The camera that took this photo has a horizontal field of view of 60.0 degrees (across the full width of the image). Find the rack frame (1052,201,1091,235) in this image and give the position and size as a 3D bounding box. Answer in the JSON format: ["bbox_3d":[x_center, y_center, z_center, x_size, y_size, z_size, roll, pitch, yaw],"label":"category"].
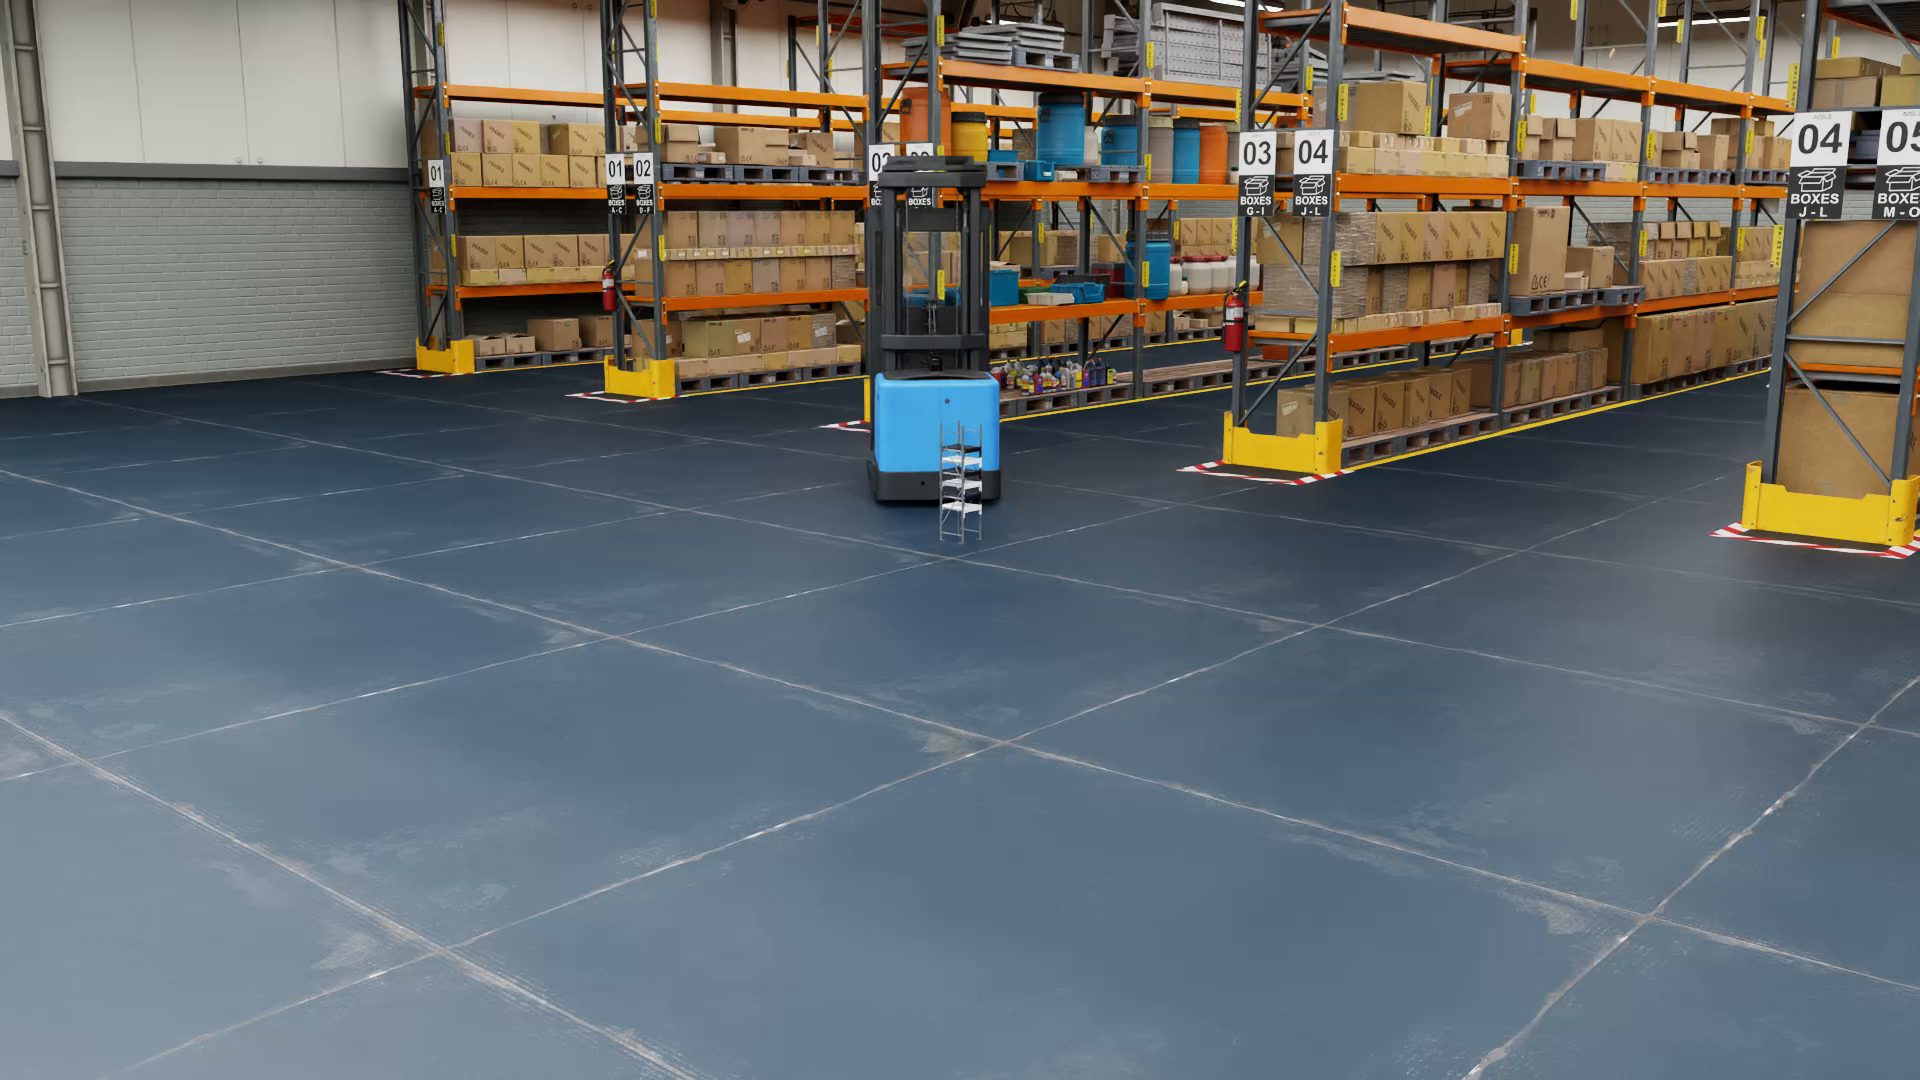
[{"bbox_3d":[2.494,-6.454,37.366,1.000,3.000,0.127,10,15,40],"label":"rack frame"}]

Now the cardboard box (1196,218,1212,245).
[{"bbox_3d":[4.440,-5.874,31.653,0.500,0.500,0.500,9,15,39],"label":"cardboard box"}]

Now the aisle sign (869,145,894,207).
[{"bbox_3d":[-0.896,-4.122,19.051,0.394,0.787,0.004,10,15,40],"label":"aisle sign"}]

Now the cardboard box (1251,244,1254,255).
[{"bbox_3d":[5.453,-5.612,32.897,0.500,0.500,0.500,10,15,41],"label":"cardboard box"}]

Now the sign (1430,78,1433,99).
[{"bbox_3d":[7.708,-7.352,27.081,0.100,0.325,0.005,10,15,40],"label":"sign"}]

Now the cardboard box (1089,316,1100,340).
[{"bbox_3d":[2.128,-3.808,29.376,0.500,0.500,0.500,10,15,40],"label":"cardboard box"}]

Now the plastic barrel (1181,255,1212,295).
[{"bbox_3d":[3.295,-3.694,23.203,0.433,0.535,0.433,0,11,0],"label":"plastic barrel"}]

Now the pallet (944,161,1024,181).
[{"bbox_3d":[-0.006,-4.306,19.437,1.003,0.211,1.213,10,15,40],"label":"pallet"}]

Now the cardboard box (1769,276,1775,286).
[{"bbox_3d":[12.489,-4.051,25.976,0.380,0.149,0.250,9,15,39],"label":"cardboard box"}]

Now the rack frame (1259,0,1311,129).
[{"bbox_3d":[4.655,-6.938,24.472,1.000,3.000,0.127,10,15,40],"label":"rack frame"}]

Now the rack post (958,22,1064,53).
[{"bbox_3d":[0.630,-6.013,20.034,0.937,0.300,0.954,9,15,39],"label":"rack post"}]

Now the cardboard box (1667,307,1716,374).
[{"bbox_3d":[10.020,-2.880,23.824,1.225,0.875,0.875,9,14,38],"label":"cardboard box"}]

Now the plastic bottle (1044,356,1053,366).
[{"bbox_3d":[1.170,-2.259,22.004,0.144,0.351,0.185,10,15,42],"label":"plastic bottle"}]

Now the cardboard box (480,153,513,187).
[{"bbox_3d":[-7.278,-5.721,25.731,0.500,0.500,0.500,-11,16,-44],"label":"cardboard box"}]

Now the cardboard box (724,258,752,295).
[{"bbox_3d":[-3.351,-3.726,23.454,0.700,0.500,0.500,10,15,41],"label":"cardboard box"}]

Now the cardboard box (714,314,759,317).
[{"bbox_3d":[-3.233,-3.025,24.232,0.500,0.500,0.500,10,15,40],"label":"cardboard box"}]

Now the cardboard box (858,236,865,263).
[{"bbox_3d":[-1.921,-5.596,32.004,0.500,0.500,0.500,10,15,42],"label":"cardboard box"}]

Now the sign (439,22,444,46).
[{"bbox_3d":[-7.660,-7.468,24.542,0.100,0.325,0.005,10,15,40],"label":"sign"}]

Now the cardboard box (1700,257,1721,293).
[{"bbox_3d":[10.581,-3.817,23.909,0.500,0.500,0.500,10,15,42],"label":"cardboard box"}]

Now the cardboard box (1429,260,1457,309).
[{"bbox_3d":[4.781,-2.748,17.798,0.875,0.500,0.500,10,15,40],"label":"cardboard box"}]

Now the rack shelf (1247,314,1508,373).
[{"bbox_3d":[4.415,-2.120,17.504,1.077,0.370,4.000,10,15,40],"label":"rack shelf"}]

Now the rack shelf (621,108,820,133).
[{"bbox_3d":[-4.107,-7.376,29.521,1.077,0.370,4.000,10,15,40],"label":"rack shelf"}]

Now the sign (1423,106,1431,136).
[{"bbox_3d":[5.316,-4.756,18.881,0.100,0.325,0.005,10,15,40],"label":"sign"}]

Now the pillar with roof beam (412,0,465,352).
[{"bbox_3d":[-5.021,-6.700,23.281,9.100,9.000,0.400,10,15,40],"label":"pillar with roof beam"}]

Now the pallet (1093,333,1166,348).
[{"bbox_3d":[3.069,-3.733,30.865,1.003,0.211,1.213,10,15,40],"label":"pallet"}]

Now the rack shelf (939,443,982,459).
[{"bbox_3d":[0.005,-0.675,12.583,0.258,0.077,0.200,10,15,40],"label":"rack shelf"}]

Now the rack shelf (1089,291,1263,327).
[{"bbox_3d":[3.335,-3.349,23.657,1.077,0.370,4.000,10,15,40],"label":"rack shelf"}]

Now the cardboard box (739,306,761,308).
[{"bbox_3d":[-3.982,-4.370,30.275,0.500,0.250,0.500,10,15,40],"label":"cardboard box"}]

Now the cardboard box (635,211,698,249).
[{"bbox_3d":[-3.991,-4.220,22.614,0.700,0.500,0.500,10,15,41],"label":"cardboard box"}]

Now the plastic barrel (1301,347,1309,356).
[{"bbox_3d":[5.271,-3.151,26.107,0.421,0.512,0.421,0,11,0],"label":"plastic barrel"}]

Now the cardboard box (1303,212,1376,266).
[{"bbox_3d":[3.663,-2.910,16.052,0.500,0.500,0.500,10,15,40],"label":"cardboard box"}]

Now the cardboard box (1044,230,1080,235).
[{"bbox_3d":[2.165,-6.525,36.954,0.980,0.700,0.700,11,16,43],"label":"cardboard box"}]

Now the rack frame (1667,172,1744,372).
[{"bbox_3d":[11.016,-3.944,24.800,1.000,3.000,0.127,10,15,40],"label":"rack frame"}]

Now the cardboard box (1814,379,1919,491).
[{"bbox_3d":[7.731,-0.925,14.034,0.875,0.875,0.875,9,15,39],"label":"cardboard box"}]

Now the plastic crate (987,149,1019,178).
[{"bbox_3d":[0.407,-4.602,20.474,0.392,0.384,0.575,10,15,40],"label":"plastic crate"}]

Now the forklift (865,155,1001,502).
[{"bbox_3d":[-0.299,-2.003,15.258,1.130,2.935,3.031,-1,11,-5],"label":"forklift"}]

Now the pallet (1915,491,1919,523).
[{"bbox_3d":[7.223,-0.283,13.588,1.003,0.211,1.213,10,15,40],"label":"pallet"}]

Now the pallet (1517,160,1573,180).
[{"bbox_3d":[6.223,-4.223,19.017,1.213,0.211,1.003,10,15,40],"label":"pallet"}]

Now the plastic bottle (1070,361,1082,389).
[{"bbox_3d":[1.466,-2.116,21.289,0.144,0.351,0.185,10,15,40],"label":"plastic bottle"}]

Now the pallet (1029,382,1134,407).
[{"bbox_3d":[1.540,-1.947,21.919,1.003,0.211,1.213,10,15,40],"label":"pallet"}]

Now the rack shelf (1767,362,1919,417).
[{"bbox_3d":[8.074,-1.464,14.219,1.077,0.370,4.000,10,15,40],"label":"rack shelf"}]

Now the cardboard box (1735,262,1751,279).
[{"bbox_3d":[11.523,-4.052,24.962,0.500,0.250,0.500,9,15,39],"label":"cardboard box"}]

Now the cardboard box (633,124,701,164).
[{"bbox_3d":[-3.961,-5.340,22.438,0.637,0.503,0.797,-11,16,-44],"label":"cardboard box"}]

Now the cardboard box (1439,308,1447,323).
[{"bbox_3d":[4.952,-2.397,17.694,0.380,0.149,0.250,10,15,40],"label":"cardboard box"}]

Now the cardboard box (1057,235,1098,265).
[{"bbox_3d":[2.015,-5.109,29.305,0.500,0.500,0.700,-9,14,-37],"label":"cardboard box"}]

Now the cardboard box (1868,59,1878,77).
[{"bbox_3d":[6.887,-3.646,12.928,0.380,0.149,0.250,10,15,41],"label":"cardboard box"}]

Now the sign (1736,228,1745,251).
[{"bbox_3d":[11.430,-4.404,24.350,0.100,0.325,0.005,10,15,40],"label":"sign"}]

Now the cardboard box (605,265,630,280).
[{"bbox_3d":[-5.847,-4.444,27.632,0.500,0.250,0.500,10,15,41],"label":"cardboard box"}]

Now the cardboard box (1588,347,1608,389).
[{"bbox_3d":[7.949,-2.244,21.549,0.700,0.500,0.500,9,14,37],"label":"cardboard box"}]

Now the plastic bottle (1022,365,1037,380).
[{"bbox_3d":[0.893,-2.117,21.481,0.152,0.276,0.135,10,15,40],"label":"plastic bottle"}]

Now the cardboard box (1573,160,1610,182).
[{"bbox_3d":[7.595,-4.503,20.323,0.500,0.250,0.500,10,15,42],"label":"cardboard box"}]

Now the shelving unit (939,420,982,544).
[{"bbox_3d":[0.005,-0.442,12.629,0.258,0.900,0.210,10,15,40],"label":"shelving unit"}]

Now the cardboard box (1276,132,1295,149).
[{"bbox_3d":[3.044,-3.853,16.049,0.380,0.149,0.250,10,15,40],"label":"cardboard box"}]

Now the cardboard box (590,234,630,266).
[{"bbox_3d":[-5.832,-4.809,27.546,0.500,0.500,0.500,10,15,40],"label":"cardboard box"}]

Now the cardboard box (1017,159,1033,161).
[{"bbox_3d":[1.200,-6.225,28.308,0.910,0.500,0.500,10,15,40],"label":"cardboard box"}]

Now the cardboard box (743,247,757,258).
[{"bbox_3d":[-3.075,-4.047,23.402,0.380,0.149,0.250,10,15,40],"label":"cardboard box"}]

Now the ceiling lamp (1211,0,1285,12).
[{"bbox_3d":[5.054,-10.557,27.689,0.800,3.185,2.000,10,15,40],"label":"ceiling lamp"}]
